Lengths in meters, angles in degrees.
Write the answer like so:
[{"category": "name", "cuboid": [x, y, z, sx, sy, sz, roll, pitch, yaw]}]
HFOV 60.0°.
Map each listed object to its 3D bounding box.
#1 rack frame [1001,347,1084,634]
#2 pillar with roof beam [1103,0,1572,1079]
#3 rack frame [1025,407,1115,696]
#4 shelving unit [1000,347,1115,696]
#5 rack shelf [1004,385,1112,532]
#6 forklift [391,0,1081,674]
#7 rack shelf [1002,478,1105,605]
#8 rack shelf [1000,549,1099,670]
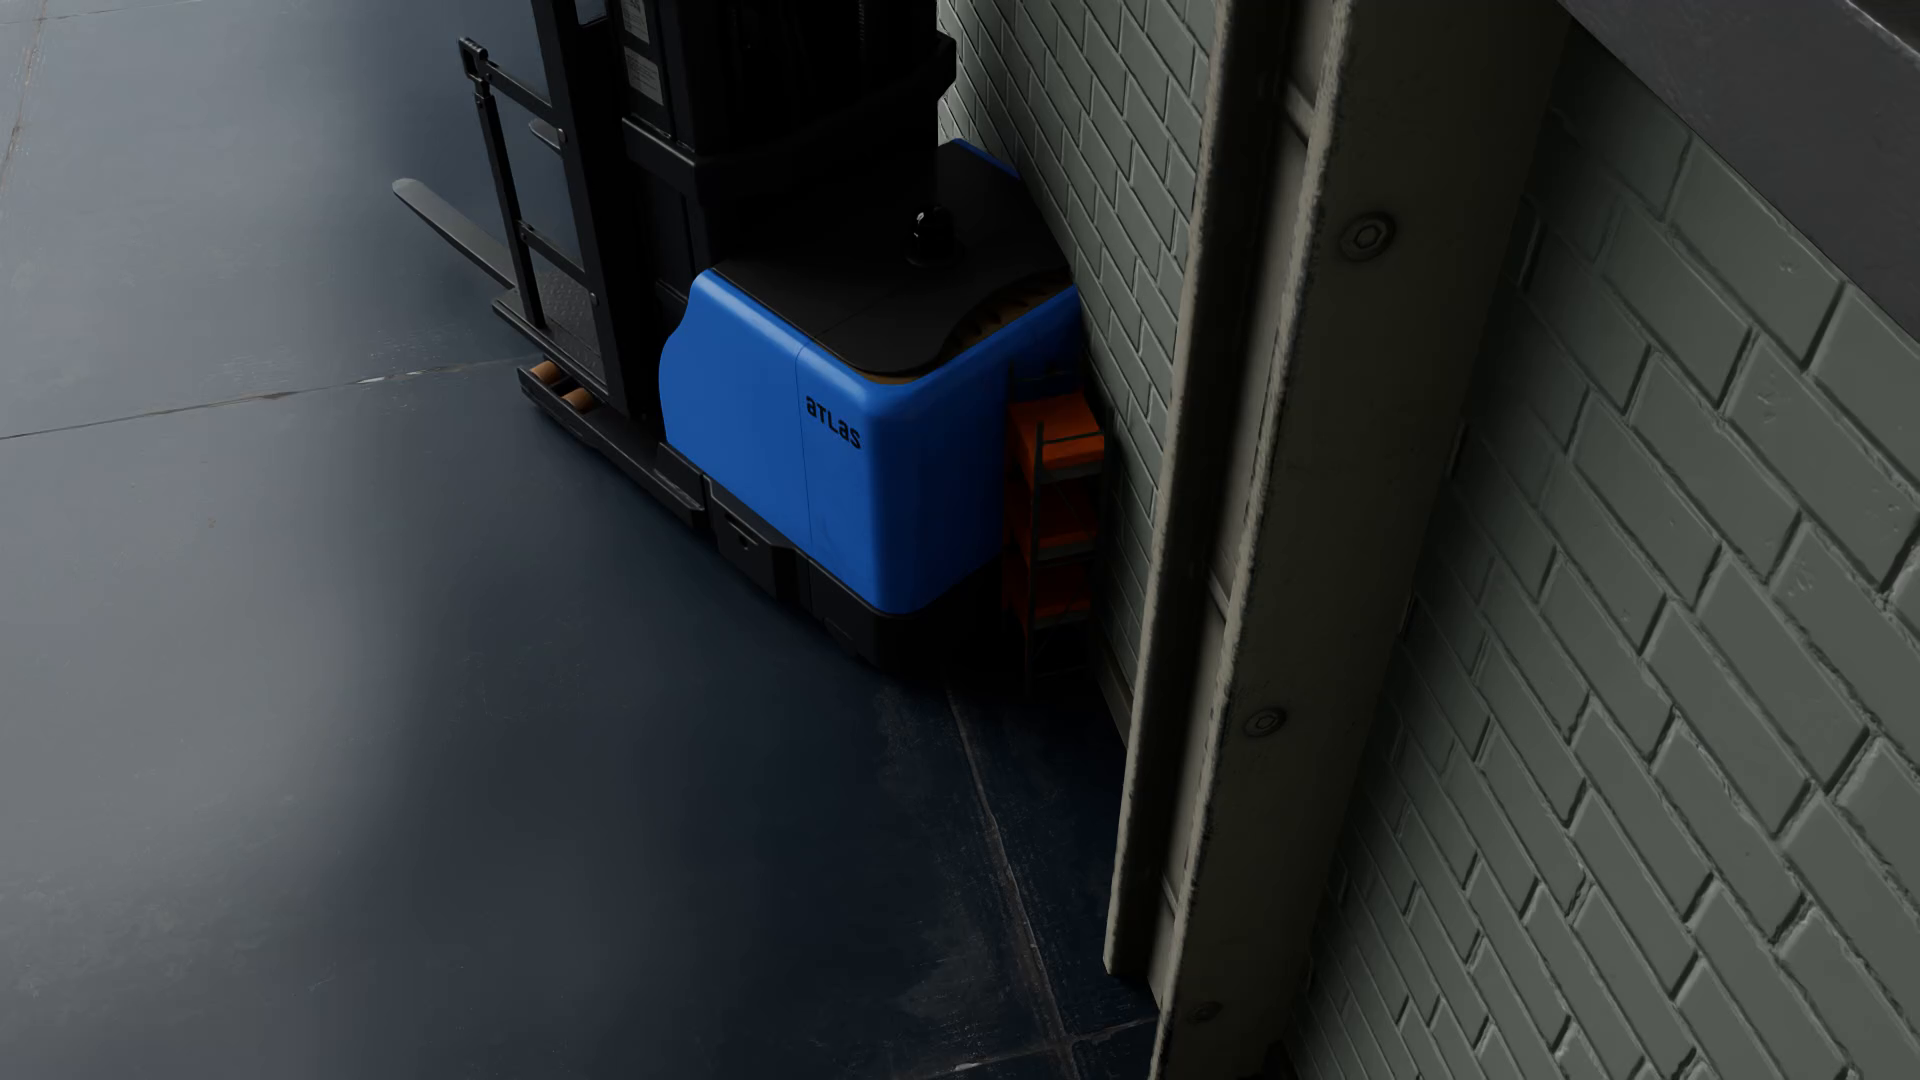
[{"category": "rack frame", "cuboid": [0.220, -0.106, 4.619, 0.200, 1.050, 0.008, -11, 47, -11]}, {"category": "pillar with roof beam", "cuboid": [-3.601, -1.199, 0.124, 9.100, 9.000, 0.400, -11, 47, -10]}, {"category": "rack frame", "cuboid": [0.284, 0.062, 4.454, 0.200, 1.050, 0.008, -11, 47, -11]}, {"category": "shelving unit", "cuboid": [0.252, -0.022, 4.537, 0.215, 1.050, 0.252, -11, 47, -11]}, {"category": "rack shelf", "cuboid": [0.252, -0.213, 4.341, 0.215, 0.259, 0.240, -11, 47, -11]}, {"category": "forklift", "cuboid": [-0.848, -1.596, 4.762, 1.130, 2.935, 3.031, -35, 55, -29]}, {"category": "rack shelf", "cuboid": [0.252, -0.015, 4.544, 0.215, 0.259, 0.240, -11, 47, -11]}, {"category": "rack shelf", "cuboid": [0.252, 0.179, 4.743, 0.215, 0.259, 0.240, -11, 47, -11]}]
